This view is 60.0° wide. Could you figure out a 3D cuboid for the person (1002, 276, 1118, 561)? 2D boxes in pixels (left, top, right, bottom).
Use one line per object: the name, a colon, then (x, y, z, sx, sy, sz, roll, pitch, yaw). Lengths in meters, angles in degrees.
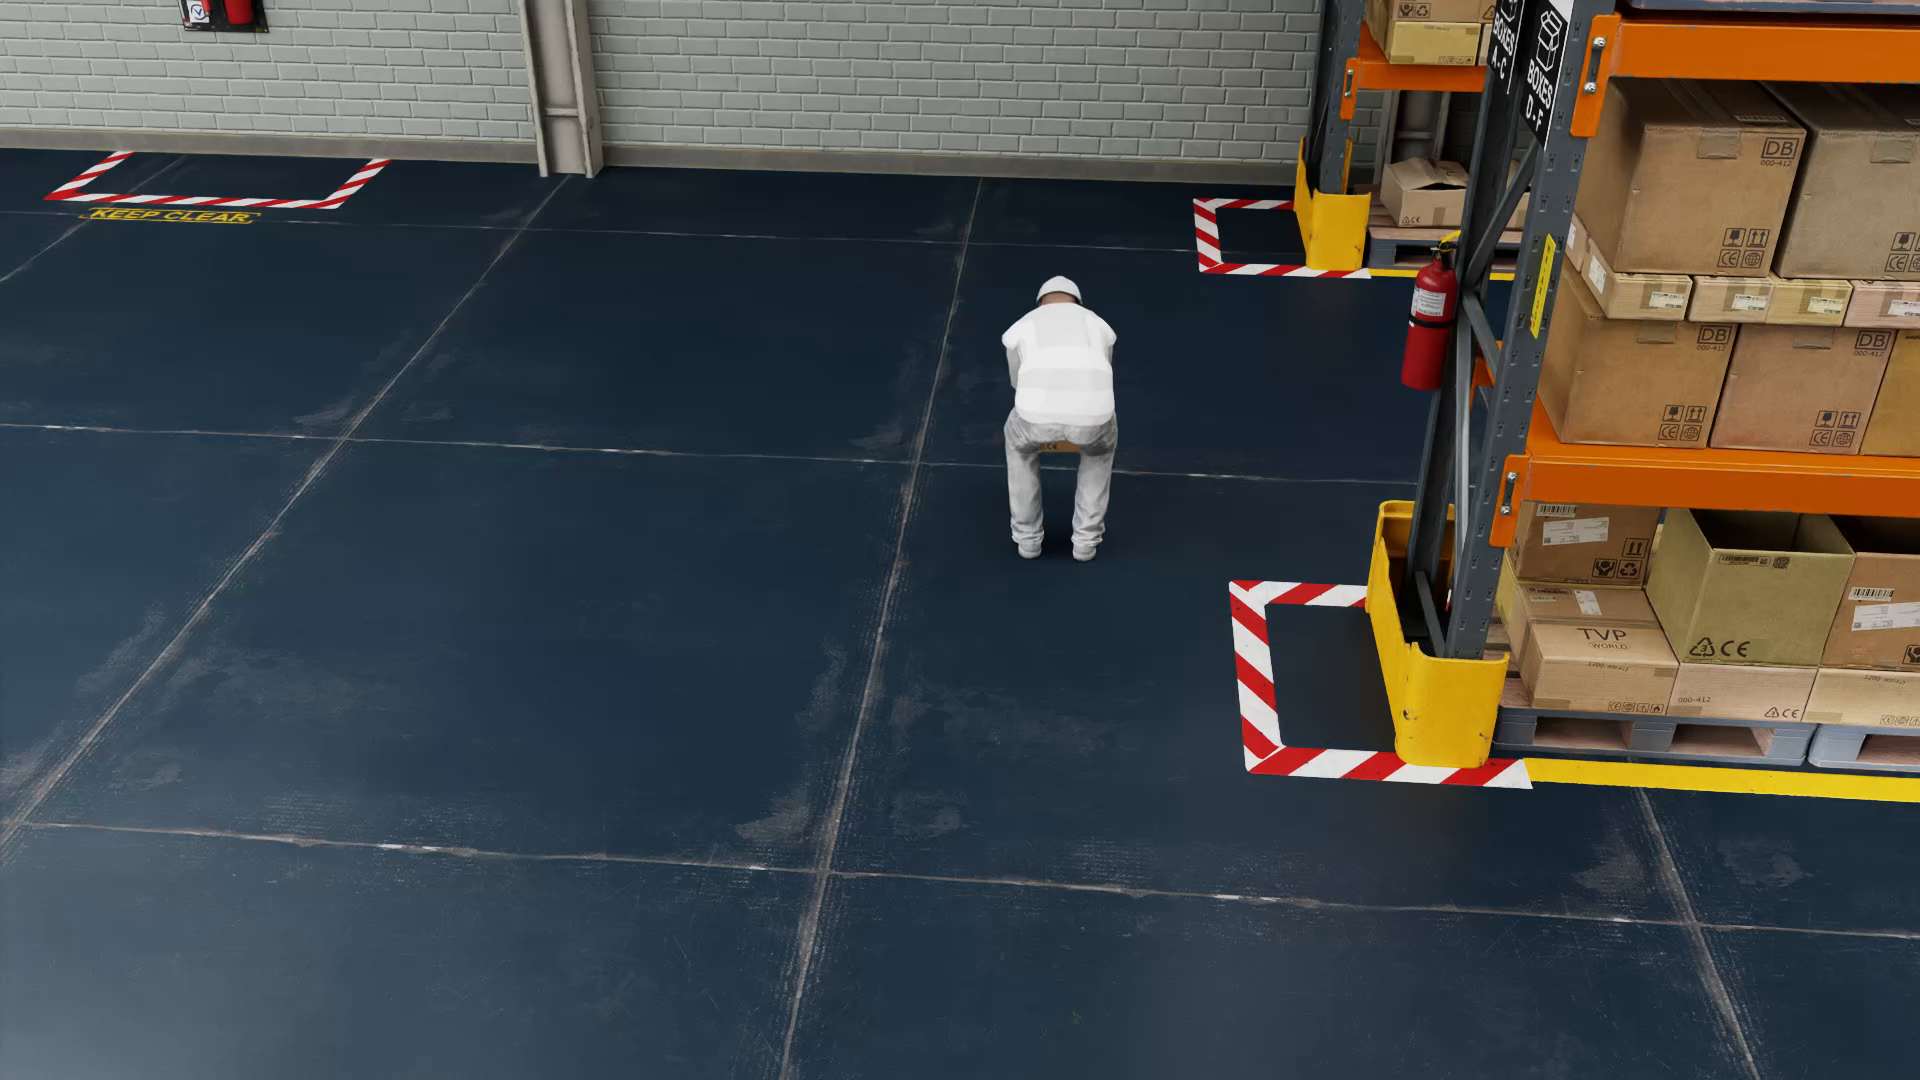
person: (0.454, -0.545, 7.645, 0.532, 1.103, 0.976, 1, 32, 2)
